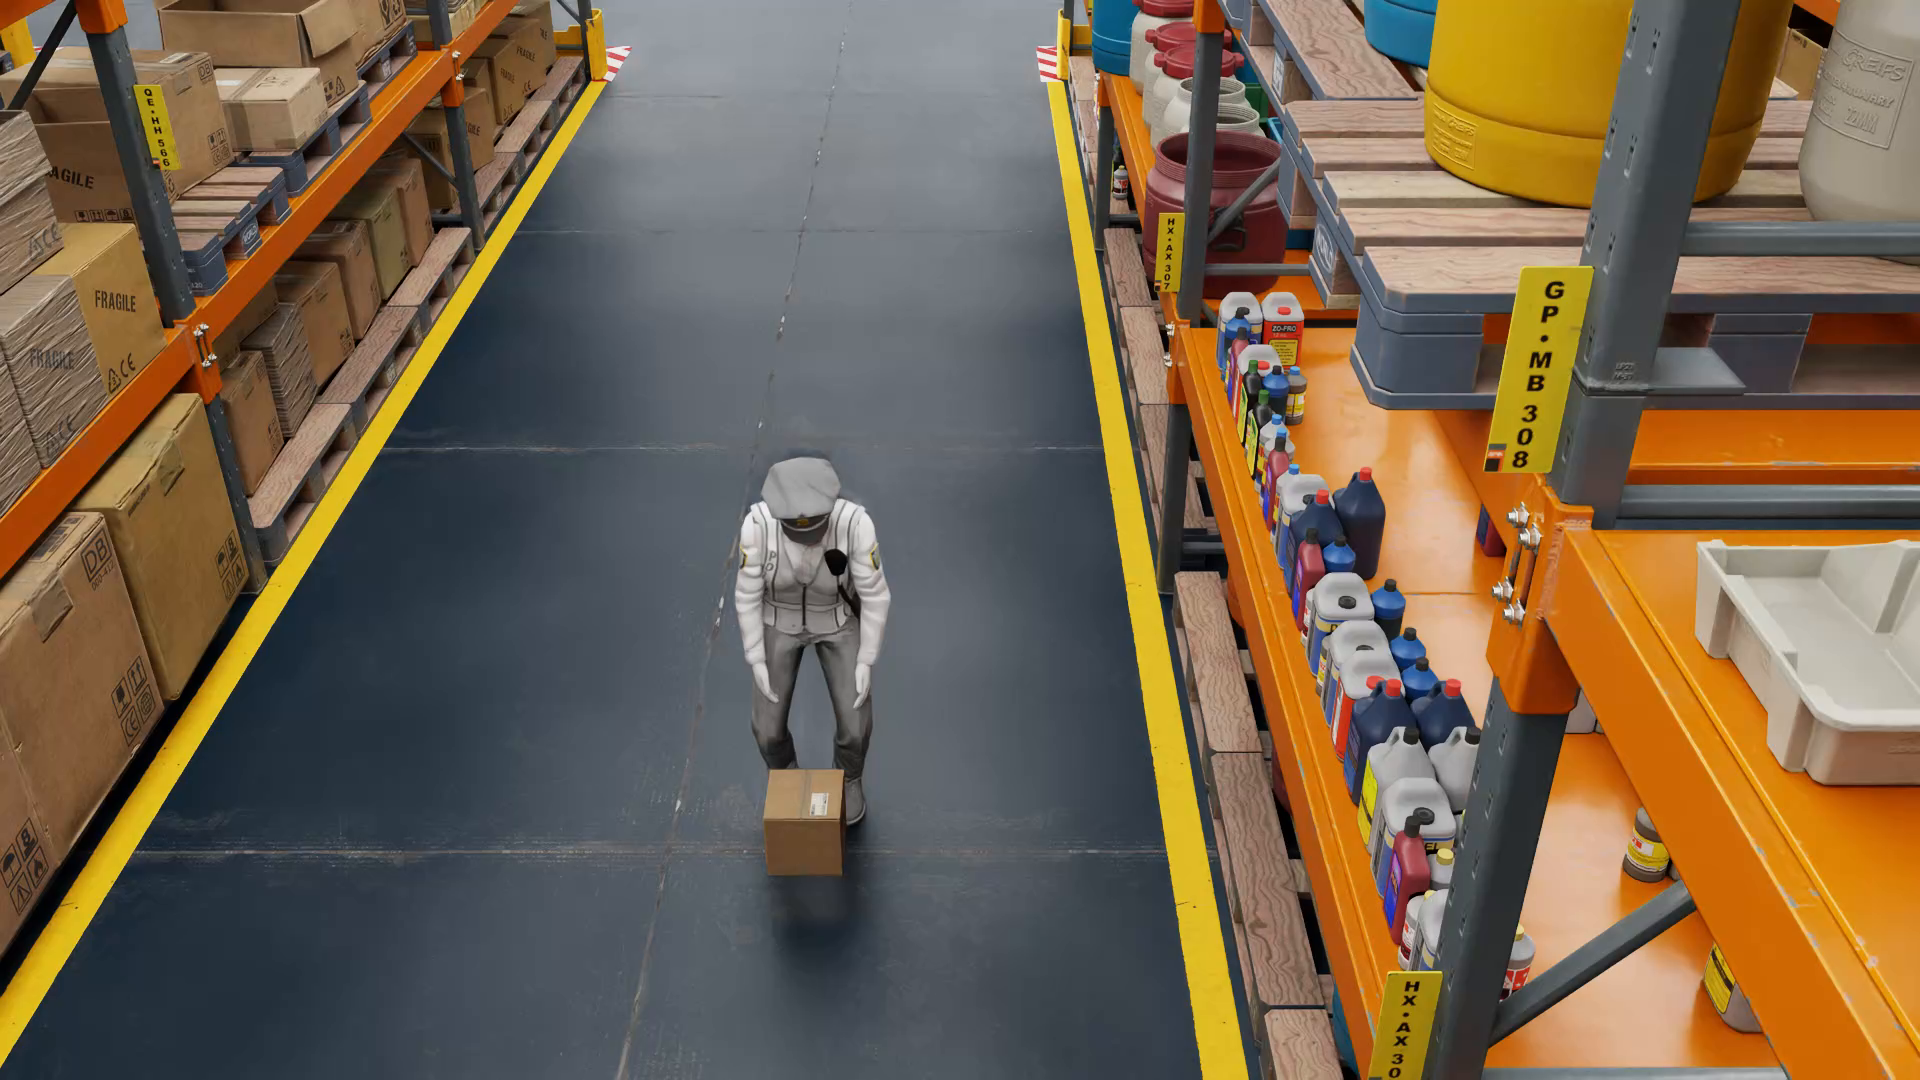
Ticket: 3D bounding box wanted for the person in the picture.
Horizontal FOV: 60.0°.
[{"bbox_3d":[-0.497,0.351,5.715,0.526,1.522,0.591,0,32,0],"label":"person"}]
